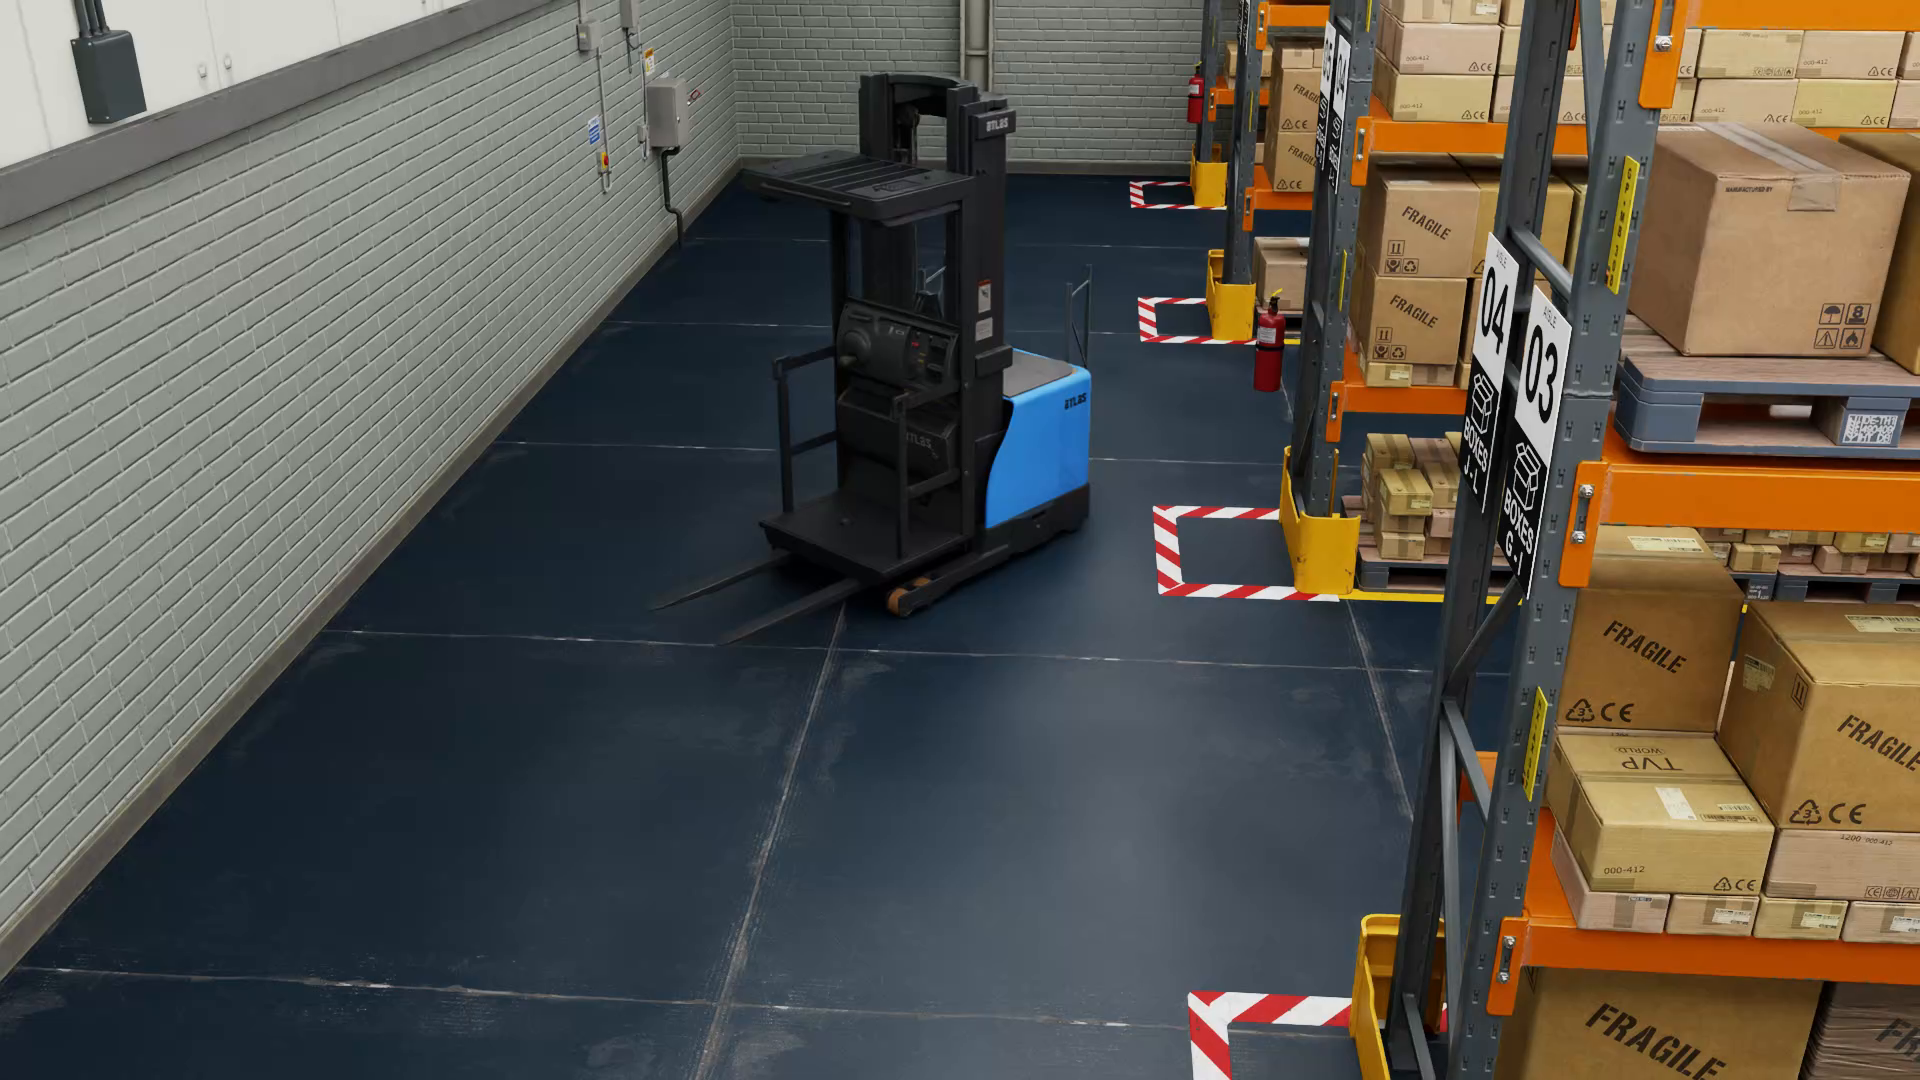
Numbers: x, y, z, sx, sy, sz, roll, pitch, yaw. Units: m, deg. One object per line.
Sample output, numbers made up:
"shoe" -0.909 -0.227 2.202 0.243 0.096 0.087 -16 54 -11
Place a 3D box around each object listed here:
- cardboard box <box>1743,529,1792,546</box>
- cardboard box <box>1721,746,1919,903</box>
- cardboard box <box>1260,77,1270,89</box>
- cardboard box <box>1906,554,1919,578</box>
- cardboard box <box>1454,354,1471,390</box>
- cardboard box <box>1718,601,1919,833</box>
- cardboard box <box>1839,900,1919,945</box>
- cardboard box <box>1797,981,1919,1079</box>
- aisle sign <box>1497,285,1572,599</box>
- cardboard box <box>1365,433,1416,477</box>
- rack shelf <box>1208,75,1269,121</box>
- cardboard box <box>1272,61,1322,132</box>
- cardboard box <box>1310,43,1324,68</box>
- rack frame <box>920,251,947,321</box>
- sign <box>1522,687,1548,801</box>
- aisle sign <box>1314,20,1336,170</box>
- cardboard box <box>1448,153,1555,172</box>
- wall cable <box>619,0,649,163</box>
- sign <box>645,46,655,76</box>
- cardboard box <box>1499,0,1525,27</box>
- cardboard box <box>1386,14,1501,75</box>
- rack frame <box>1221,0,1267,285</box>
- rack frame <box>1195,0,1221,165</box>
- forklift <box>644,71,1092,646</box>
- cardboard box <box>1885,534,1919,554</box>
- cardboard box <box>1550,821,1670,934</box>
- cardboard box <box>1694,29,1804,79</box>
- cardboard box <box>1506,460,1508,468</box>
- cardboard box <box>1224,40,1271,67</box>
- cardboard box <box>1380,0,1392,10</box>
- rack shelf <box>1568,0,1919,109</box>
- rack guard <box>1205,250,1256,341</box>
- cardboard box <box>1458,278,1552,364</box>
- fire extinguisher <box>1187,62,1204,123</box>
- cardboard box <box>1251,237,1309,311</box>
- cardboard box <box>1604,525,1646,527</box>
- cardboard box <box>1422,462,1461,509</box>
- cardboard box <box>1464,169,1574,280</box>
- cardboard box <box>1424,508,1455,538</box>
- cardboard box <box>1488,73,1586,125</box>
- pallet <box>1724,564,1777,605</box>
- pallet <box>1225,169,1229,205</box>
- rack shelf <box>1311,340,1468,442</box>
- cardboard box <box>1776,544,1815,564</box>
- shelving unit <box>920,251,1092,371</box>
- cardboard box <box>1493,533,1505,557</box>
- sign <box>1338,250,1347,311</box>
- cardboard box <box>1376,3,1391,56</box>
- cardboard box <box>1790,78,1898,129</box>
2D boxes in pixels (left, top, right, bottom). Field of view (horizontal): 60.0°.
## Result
"cardboard box" 4.785 -0.115 9.963 0.250 0.149 0.380 2 25 5
"cardboard box" 2.669 0.858 5.121 0.500 0.250 0.500 2 25 3
"cardboard box" 3.391 -5.188 18.737 0.250 0.149 0.380 2 25 5
"cardboard box" 5.744 0.081 9.894 0.250 0.149 0.380 2 25 5
"cardboard box" 2.992 -0.998 9.631 0.250 0.149 0.380 1 25 2
"cardboard box" 2.649 0.519 4.959 0.500 0.500 0.500 1 25 3
"cardboard box" 2.792 1.070 5.137 0.250 0.149 0.380 1 25 3
"cardboard box" 3.244 1.574 5.780 0.875 0.875 0.875 2 25 4
"aisle sign" 1.597 -0.275 4.649 0.004 0.787 0.394 2 25 4
"cardboard box" 2.720 -0.535 10.522 0.250 0.149 0.380 2 25 5
"rack shelf" 4.821 -5.025 18.943 4.000 0.370 1.077 2 25 4
"cardboard box" 2.908 -3.713 13.914 0.500 0.500 0.500 1 25 3
"cardboard box" 3.050 -4.036 13.841 0.250 0.149 0.380 2 25 5
"rack frame" -0.167 -1.219 11.605 0.032 1.500 0.500 9 26 18
"sign" 1.644 0.585 4.760 0.005 0.325 0.100 2 25 4
"aisle sign" 2.123 -2.589 9.678 0.004 0.787 0.394 2 25 4
"cardboard box" 3.153 -1.988 9.811 0.500 0.500 0.500 1 25 2
"wall cable" -3.076 -4.571 15.880 0.122 1.984 0.588 2 25 4
"sign" -3.078 -4.747 16.491 0.001 0.242 0.339 2 25 4
"cardboard box" 2.996 -2.824 8.814 0.250 0.149 0.380 2 25 4
"cardboard box" 2.600 -2.680 8.978 0.500 0.250 0.500 2 25 5
"rack frame" 2.451 -3.347 14.436 0.127 3.000 1.000 2 25 4
"rack frame" 2.827 -5.416 18.932 0.127 3.000 1.000 2 25 4
"forklift" -0.517 -1.120 9.677 1.130 2.935 3.031 21 32 38
"cardboard box" 5.552 -0.065 9.854 0.250 0.149 0.380 1 25 1
"cardboard box" 2.021 1.046 5.188 0.250 0.149 0.380 2 25 5
"cardboard box" 4.118 -2.627 8.864 0.500 0.250 0.500 1 25 2
"cardboard box" 3.487 -0.513 10.474 0.250 0.149 0.380 1 25 2
"cardboard box" 3.306 -5.579 19.109 0.500 0.250 0.500 3 25 6
"cardboard box" 2.527 -3.095 9.405 0.250 0.149 0.380 2 25 4
"rack shelf" 3.686 -1.370 4.300 4.000 0.370 1.077 2 25 4
"rack guard" 2.427 -2.212 14.960 0.348 0.500 1.175 2 25 4
"cardboard box" 3.135 -1.325 9.566 0.500 0.500 0.500 2 25 4
"fire extinguisher" 2.645 -5.024 18.618 0.183 0.674 0.296 2 25 4
"cardboard box" 3.117 -2.395 14.928 0.875 0.438 0.875 1 25 2
"cardboard box" 3.988 -0.171 10.085 0.250 0.149 0.380 3 25 7
"cardboard box" 2.953 -0.330 10.074 0.250 0.149 0.380 2 25 5
"cardboard box" 3.104 -1.777 9.352 0.500 0.500 0.500 3 25 6
"cardboard box" 2.944 -0.156 10.052 0.250 0.149 0.380 2 25 4
"cardboard box" 3.125 -2.436 9.046 0.500 0.250 0.500 3 25 6
"pallet" 4.269 0.069 10.347 1.213 0.211 1.003 2 25 4
"pallet" 3.698 -4.122 19.455 1.213 0.211 1.003 2 25 4
"rack shelf" 4.167 -0.890 9.956 4.000 0.370 1.077 2 25 4
"cardboard box" 4.969 -0.003 10.076 0.250 0.149 0.380 1 25 3
"shelving unit" 0.311 -1.147 11.447 1.048 1.500 0.538 9 26 18
"cardboard box" 3.186 -0.047 10.172 0.250 0.149 0.380 2 25 5
"sign" 2.131 -1.448 9.273 0.005 0.325 0.100 2 25 4
"cardboard box" 2.651 -2.894 9.443 0.500 0.250 0.500 1 25 2
"cardboard box" 4.648 -2.387 8.941 0.500 0.250 0.500 2 25 3
